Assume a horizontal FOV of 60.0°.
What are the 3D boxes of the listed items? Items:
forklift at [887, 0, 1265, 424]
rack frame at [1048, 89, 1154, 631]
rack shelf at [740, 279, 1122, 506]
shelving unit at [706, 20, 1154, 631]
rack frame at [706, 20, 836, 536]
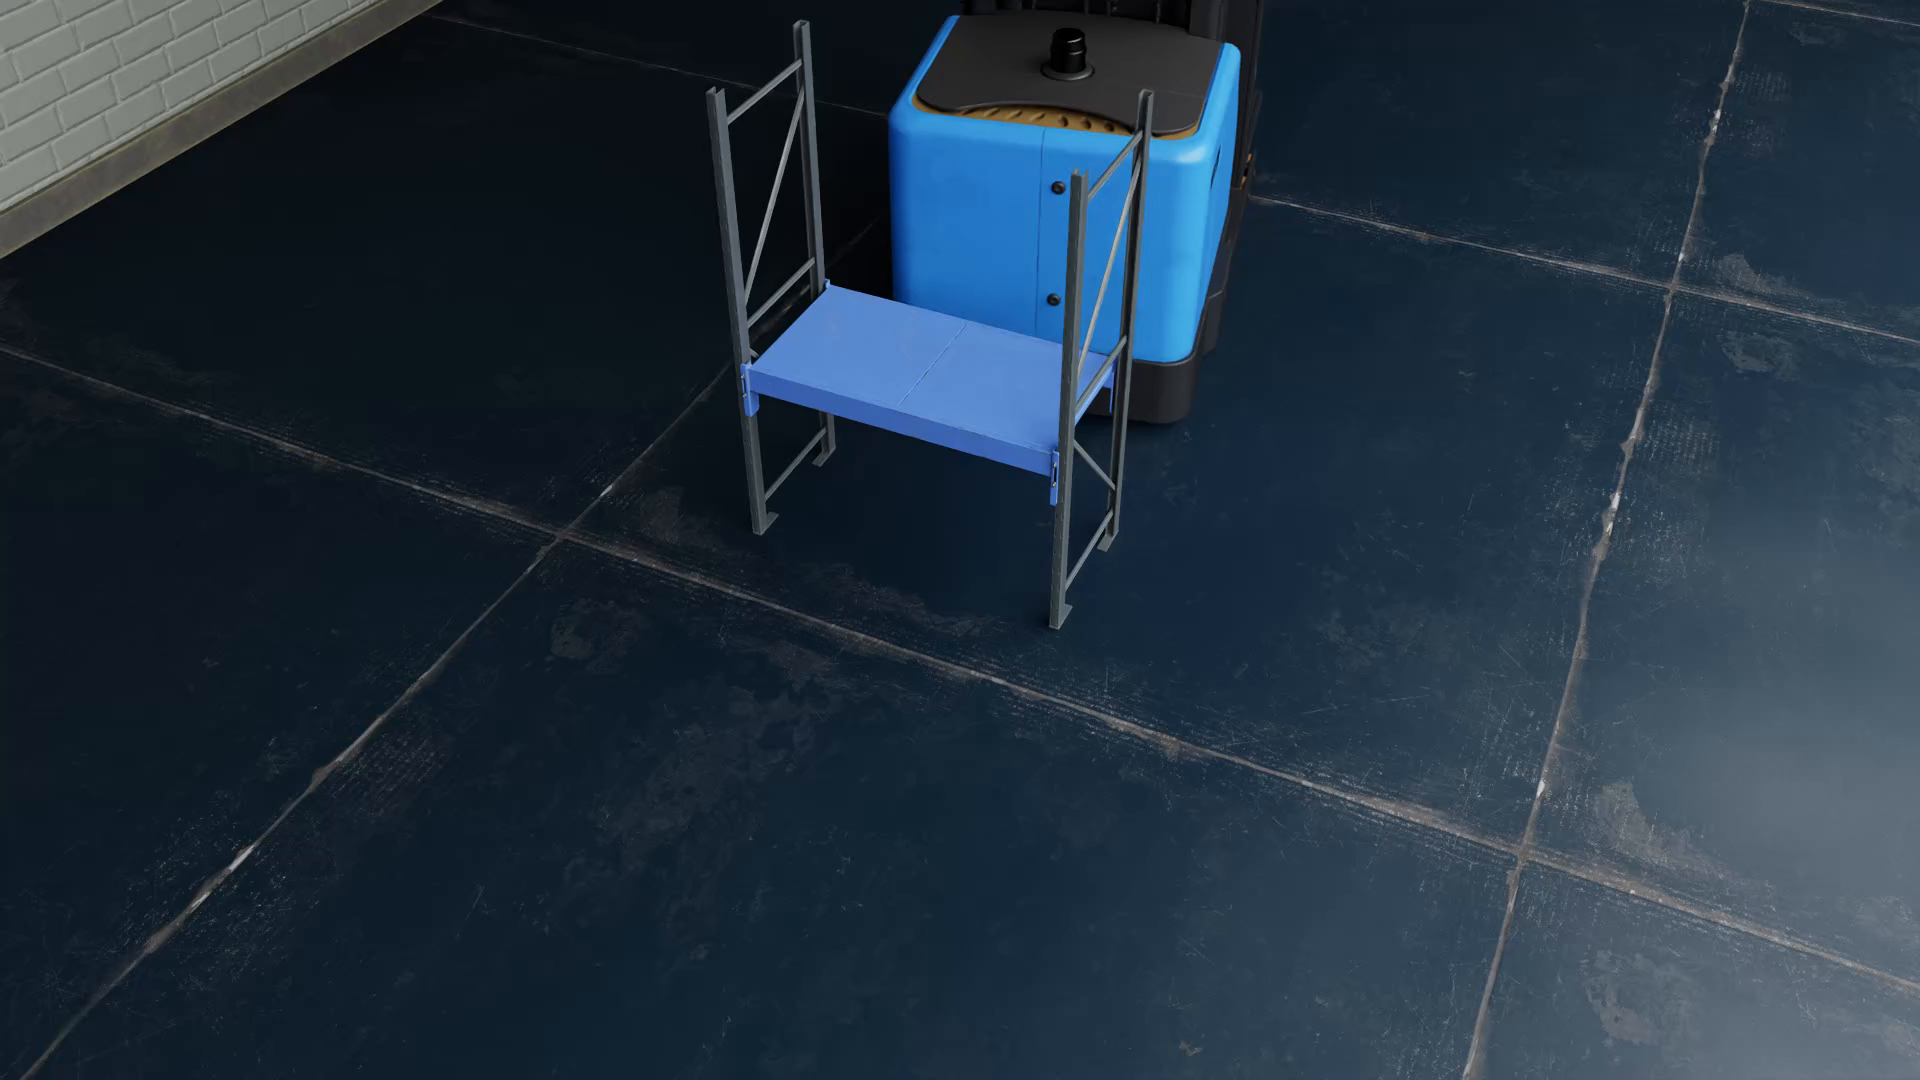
[{"bbox_3d":[0.609,-2.474,5.866,1.130,2.935,3.031,9,42,10],"label":"forklift"},{"bbox_3d":[0.383,-0.450,4.624,0.032,1.500,0.500,17,44,19],"label":"rack frame"},{"bbox_3d":[-0.077,-0.454,4.904,1.000,0.185,0.538,17,44,19],"label":"rack shelf"},{"bbox_3d":[-0.077,-0.590,4.786,1.048,1.500,0.538,17,44,19],"label":"shelving unit"},{"bbox_3d":[-0.538,-0.731,4.948,0.032,1.500,0.500,17,44,19],"label":"rack frame"}]
